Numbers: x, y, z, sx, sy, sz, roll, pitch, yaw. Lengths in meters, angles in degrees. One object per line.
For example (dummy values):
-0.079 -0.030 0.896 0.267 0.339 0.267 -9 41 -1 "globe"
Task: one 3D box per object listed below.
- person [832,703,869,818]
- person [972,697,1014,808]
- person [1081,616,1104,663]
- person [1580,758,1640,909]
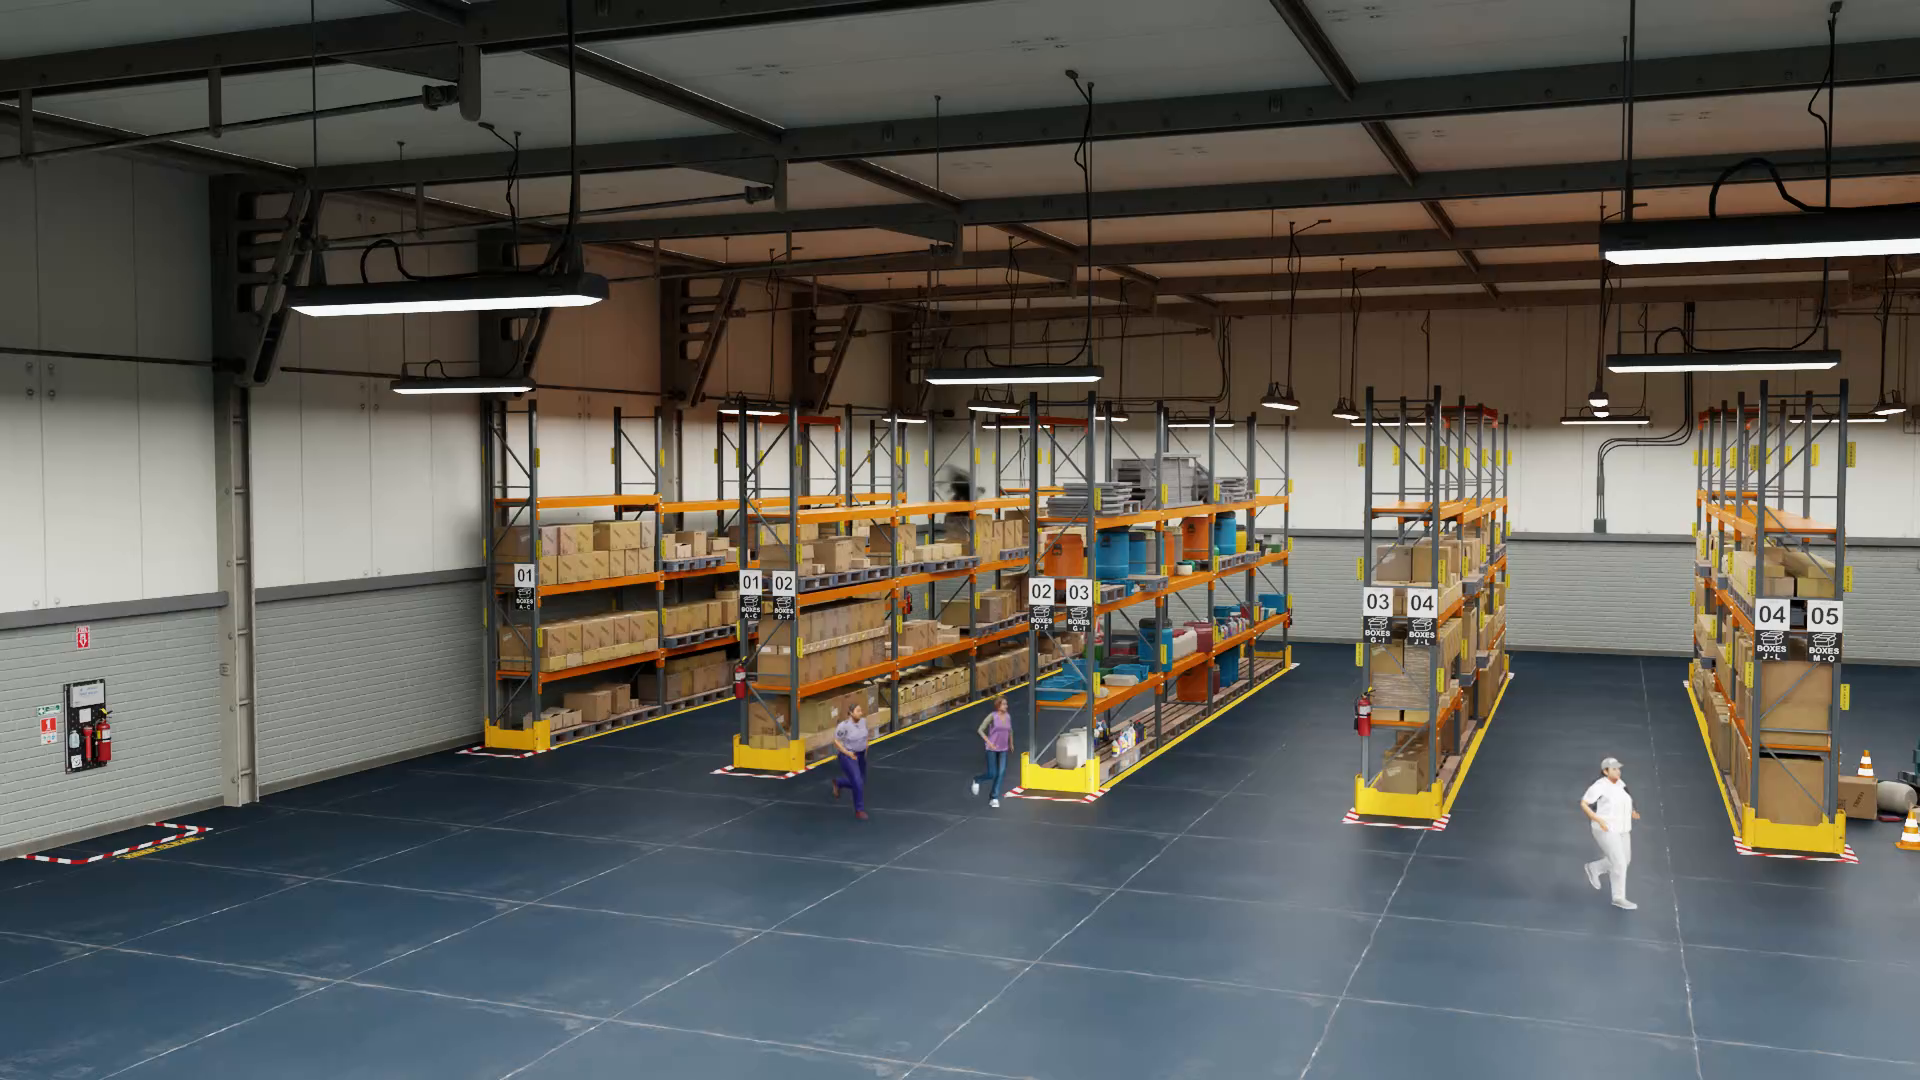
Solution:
-1.547 3.078 23.329 0.746 1.632 0.623 3 4 43 "person"
0.547 3.042 24.076 0.596 1.539 0.722 -2 3 -29 "person"
2.913 2.330 36.288 0.647 1.847 0.696 1 3 15 "person"
7.306 3.261 18.687 0.620 1.632 0.774 -2 3 -29 "person"
